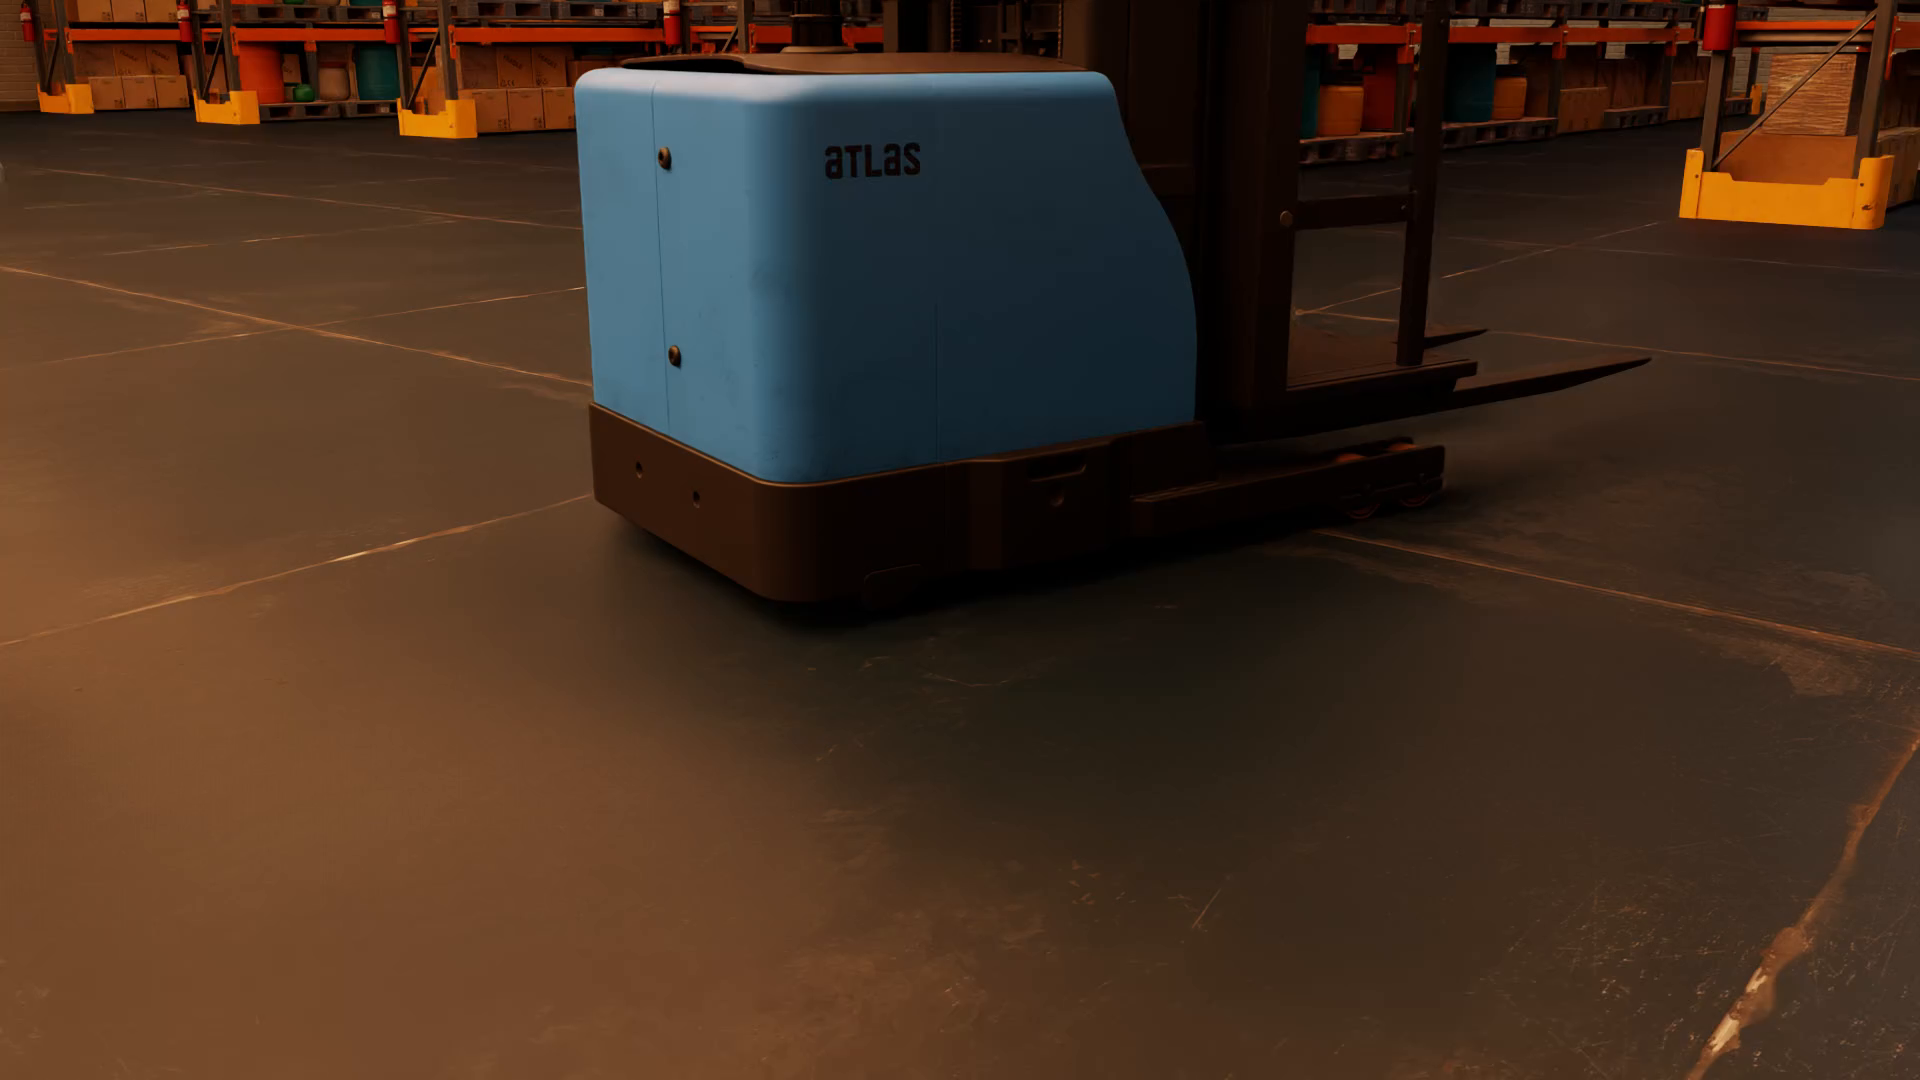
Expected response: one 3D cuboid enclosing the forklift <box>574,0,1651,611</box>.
[{"bbox_3d":[0.621,-1.568,4.062,3.031,2.935,1.130,-11,20,-32],"label":"forklift"}]
